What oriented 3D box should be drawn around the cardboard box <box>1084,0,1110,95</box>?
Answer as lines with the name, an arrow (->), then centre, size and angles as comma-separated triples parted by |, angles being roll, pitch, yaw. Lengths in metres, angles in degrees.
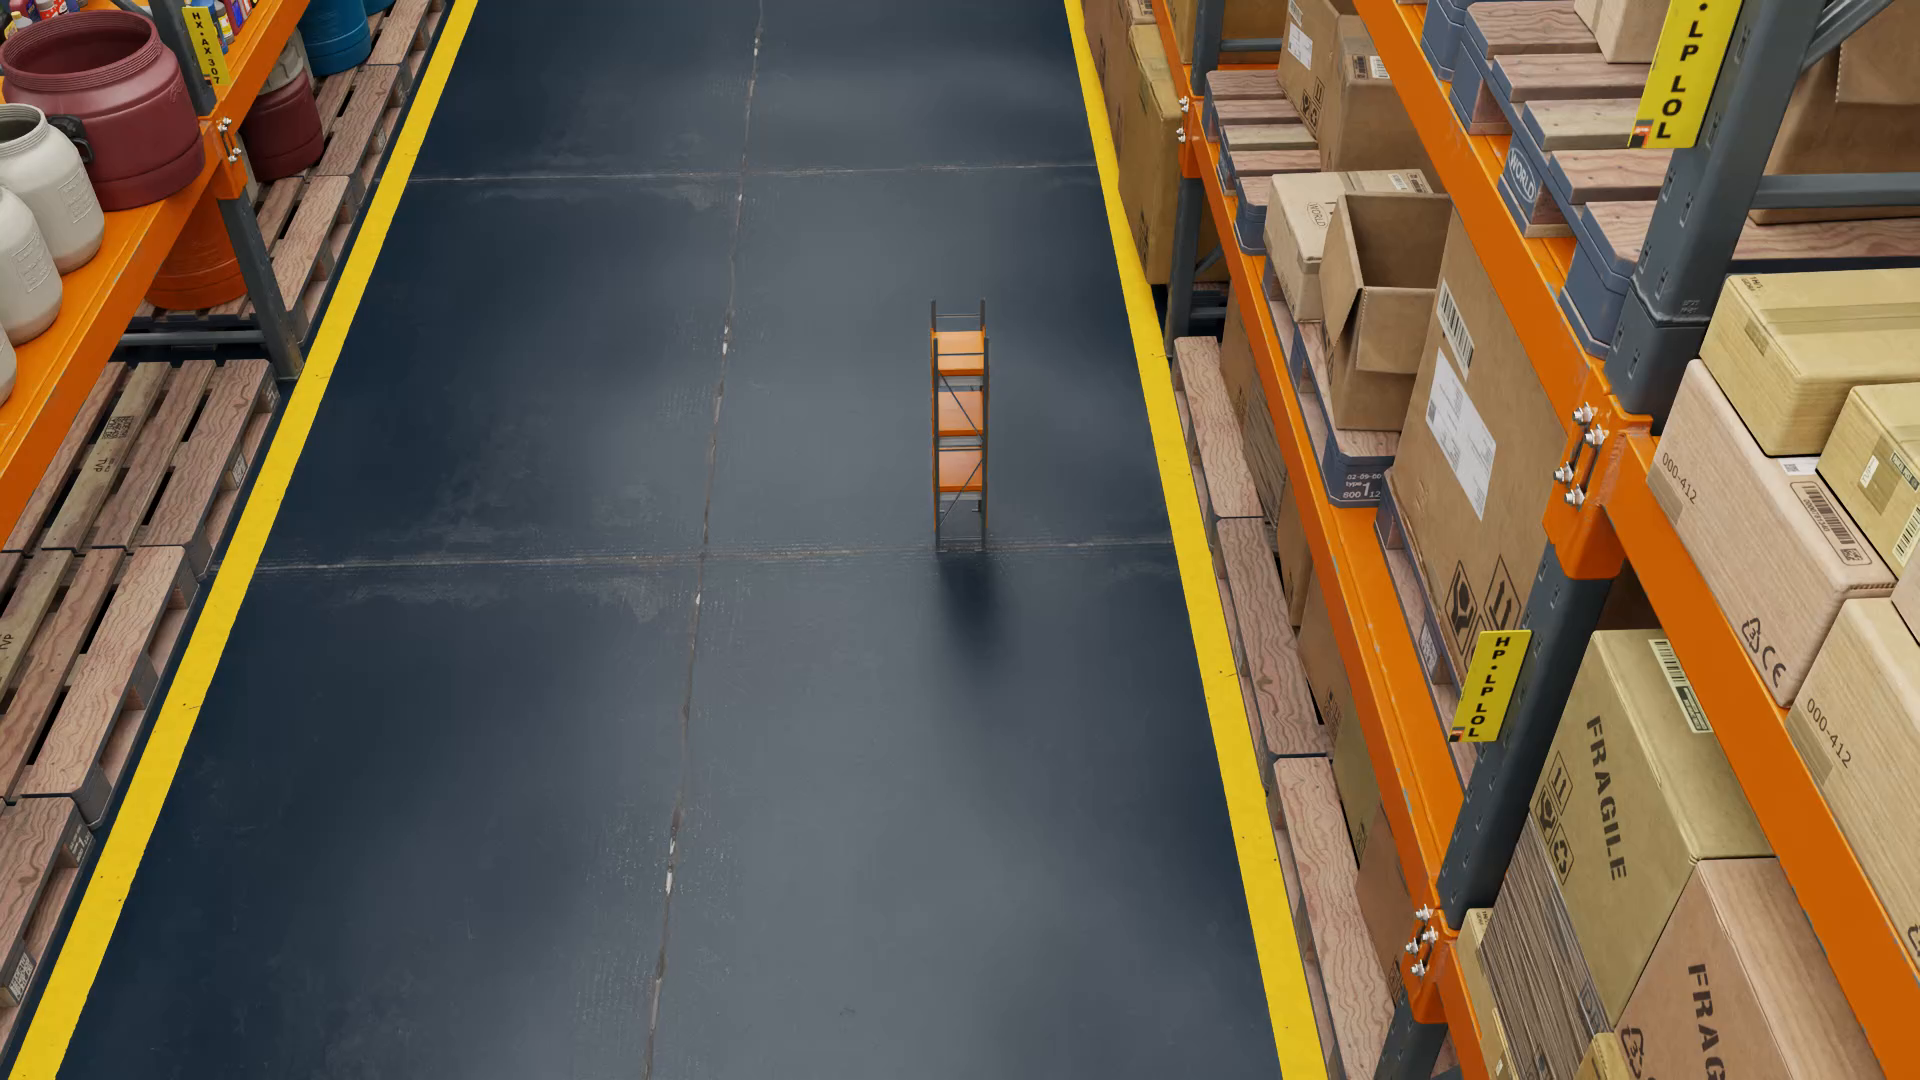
cardboard box -> 1.364, -3.031, 9.099 | 1.225, 0.875, 0.875 | -3, 43, -3

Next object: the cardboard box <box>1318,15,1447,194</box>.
cardboard box -> 1.635, -1.448, 5.725 | 0.700, 0.500, 0.500 | 4, 43, 5

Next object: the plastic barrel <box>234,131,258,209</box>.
plastic barrel -> -3.651, -1.798, 8.022 | 0.421, 0.512, 0.421 | 0, 43, 0

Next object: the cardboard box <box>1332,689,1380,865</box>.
cardboard box -> 1.612, 0.728, 5.260 | 0.700, 0.500, 0.500 | -2, 43, -2

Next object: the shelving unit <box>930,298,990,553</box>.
shelving unit -> -0.002, -0.423, 6.435 | 0.215, 1.050, 0.252 | -2, 43, -2

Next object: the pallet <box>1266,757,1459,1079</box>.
pallet -> 1.584, 1.209, 5.275 | 1.003, 0.211, 1.213 | -2, 43, -2

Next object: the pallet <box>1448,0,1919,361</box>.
pallet -> 1.698, -0.750, 3.267 | 1.213, 0.211, 1.003 | -2, 43, -2

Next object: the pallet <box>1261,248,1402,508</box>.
pallet -> 1.573, -0.588, 5.314 | 1.003, 0.211, 1.213 | -2, 43, -2

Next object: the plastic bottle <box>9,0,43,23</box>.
plastic bottle -> -3.953, -2.225, 7.044 | 0.061, 0.283, 0.133 | -2, 43, -2

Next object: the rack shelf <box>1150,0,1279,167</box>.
rack shelf -> 1.363, -3.079, 8.422 | 1.077, 0.370, 4.000 | -2, 43, -2

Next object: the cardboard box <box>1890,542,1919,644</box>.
cardboard box -> 1.394, 0.099, 2.018 | 0.380, 0.149, 0.250 | -1, 43, -1

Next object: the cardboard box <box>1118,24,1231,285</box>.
cardboard box -> 1.440, -1.832, 7.790 | 1.225, 0.875, 0.875 | -3, 43, -4

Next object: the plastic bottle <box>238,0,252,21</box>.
plastic bottle -> -3.215, -2.420, 7.262 | 0.152, 0.276, 0.135 | -2, 43, -2

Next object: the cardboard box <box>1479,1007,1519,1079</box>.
cardboard box -> 1.324, 1.122, 3.492 | 0.380, 0.149, 0.250 | -2, 43, -2

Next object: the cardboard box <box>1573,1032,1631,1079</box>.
cardboard box -> 1.562, 1.204, 2.922 | 0.875, 0.500, 0.500 | -2, 43, -2

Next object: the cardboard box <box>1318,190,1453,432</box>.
cardboard box -> 1.452, -0.654, 4.857 | 0.797, 0.503, 0.637 | 2, 43, 3

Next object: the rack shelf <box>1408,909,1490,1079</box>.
rack shelf -> 1.703, 2.322, 2.530 | 1.077, 0.370, 4.000 | -2, 43, -2

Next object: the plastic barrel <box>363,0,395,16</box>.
plastic barrel -> -3.664, -3.566, 9.662 | 0.600, 0.901, 0.708 | -2, 43, -2

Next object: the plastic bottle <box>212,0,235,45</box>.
plastic bottle -> -3.177, -2.225, 7.104 | 0.097, 0.201, 0.097 | 0, 43, 0

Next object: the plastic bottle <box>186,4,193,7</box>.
plastic bottle -> -3.196, -2.108, 6.921 | 0.152, 0.276, 0.135 | -2, 43, -2

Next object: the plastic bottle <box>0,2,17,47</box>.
plastic bottle -> -3.944, -2.070, 6.874 | 0.061, 0.283, 0.133 | -2, 43, -2

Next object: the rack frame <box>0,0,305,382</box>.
rack frame -> -3.500, -1.852, 6.550 | 1.000, 3.000, 0.127 | -2, 43, -2

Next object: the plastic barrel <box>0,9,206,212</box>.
plastic barrel -> -3.178, -1.597, 6.172 | 0.600, 0.536, 0.708 | -2, 43, -2

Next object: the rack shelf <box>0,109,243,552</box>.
rack shelf -> -3.415, -0.236, 5.320 | 1.077, 0.370, 4.000 | -2, 43, -2

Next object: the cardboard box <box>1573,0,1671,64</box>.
cardboard box -> 1.478, -1.136, 3.339 | 0.396, 0.266, 0.258 | 0, 43, 0

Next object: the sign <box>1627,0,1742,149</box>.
sign -> 1.064, -0.717, 2.418 | 0.100, 0.325, 0.005 | -2, 43, -2

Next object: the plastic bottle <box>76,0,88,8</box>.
plastic bottle -> -3.952, -2.471, 7.373 | 0.097, 0.201, 0.097 | 0, 43, 0

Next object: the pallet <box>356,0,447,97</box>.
pallet -> -3.679, -3.002, 9.869 | 1.003, 0.211, 1.213 | -2, 43, -2

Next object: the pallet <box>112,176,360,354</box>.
pallet -> -3.575, -1.355, 8.072 | 1.003, 0.211, 1.213 | -2, 43, -2

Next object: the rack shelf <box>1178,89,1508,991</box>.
rack shelf -> 1.533, -0.379, 5.476 | 1.077, 0.370, 4.000 | -2, 43, -2

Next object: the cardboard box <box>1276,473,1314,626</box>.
cardboard box -> 1.564, -0.026, 6.083 | 0.700, 0.500, 0.500 | 2, 43, 2

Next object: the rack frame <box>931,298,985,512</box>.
rack frame -> -0.007, -0.505, 6.525 | 0.200, 1.050, 0.008 | -2, 43, -2

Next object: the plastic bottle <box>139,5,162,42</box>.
plastic bottle -> -3.348, -2.103, 6.916 | 0.152, 0.276, 0.135 | -2, 43, -2

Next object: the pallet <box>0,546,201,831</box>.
pallet -> -3.457, 0.522, 6.025 | 1.003, 0.211, 1.213 | -2, 43, -2

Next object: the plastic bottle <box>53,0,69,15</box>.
plastic bottle -> -3.944, -2.339, 7.229 | 0.097, 0.201, 0.097 | 0, 43, 0

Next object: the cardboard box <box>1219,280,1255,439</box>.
cardboard box -> 1.497, -0.783, 6.909 | 0.700, 0.500, 0.500 | -4, 43, -4

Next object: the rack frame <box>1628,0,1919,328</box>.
rack frame -> 1.618, -1.505, 1.732 | 1.000, 3.000, 0.127 | -2, 43, -2

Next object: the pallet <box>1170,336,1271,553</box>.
pallet -> 1.480, -0.438, 7.072 | 1.003, 0.211, 1.213 | -2, 43, -2

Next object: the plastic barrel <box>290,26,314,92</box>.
plastic barrel -> -3.699, -2.560, 8.854 | 0.421, 0.512, 0.421 | 0, 43, 0

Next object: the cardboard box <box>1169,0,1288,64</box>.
cardboard box -> 1.180, -2.357, 7.027 | 0.500, 0.500, 0.500 | 0, 43, 0

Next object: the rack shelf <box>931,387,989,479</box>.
rack shelf -> -0.002, -0.415, 6.442 | 0.215, 0.259, 0.240 | -2, 43, -2

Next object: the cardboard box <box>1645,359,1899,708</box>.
cardboard box -> 1.382, -0.033, 2.457 | 0.500, 0.250, 0.500 | -3, 43, -3

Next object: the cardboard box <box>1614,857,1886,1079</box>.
cardboard box -> 1.406, 0.840, 2.580 | 0.500, 0.500, 0.500 | -2, 43, -2

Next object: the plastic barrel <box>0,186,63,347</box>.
plastic barrel -> -3.225, -0.920, 5.451 | 0.421, 0.512, 0.421 | 0, 43, 0

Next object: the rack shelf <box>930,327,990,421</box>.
rack shelf -> -0.002, -0.625, 6.250 | 0.215, 0.259, 0.240 | -2, 43, -2

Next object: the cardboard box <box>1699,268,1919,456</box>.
cardboard box -> 1.324, -0.263, 2.413 | 0.380, 0.149, 0.250 | -3, 43, -3
